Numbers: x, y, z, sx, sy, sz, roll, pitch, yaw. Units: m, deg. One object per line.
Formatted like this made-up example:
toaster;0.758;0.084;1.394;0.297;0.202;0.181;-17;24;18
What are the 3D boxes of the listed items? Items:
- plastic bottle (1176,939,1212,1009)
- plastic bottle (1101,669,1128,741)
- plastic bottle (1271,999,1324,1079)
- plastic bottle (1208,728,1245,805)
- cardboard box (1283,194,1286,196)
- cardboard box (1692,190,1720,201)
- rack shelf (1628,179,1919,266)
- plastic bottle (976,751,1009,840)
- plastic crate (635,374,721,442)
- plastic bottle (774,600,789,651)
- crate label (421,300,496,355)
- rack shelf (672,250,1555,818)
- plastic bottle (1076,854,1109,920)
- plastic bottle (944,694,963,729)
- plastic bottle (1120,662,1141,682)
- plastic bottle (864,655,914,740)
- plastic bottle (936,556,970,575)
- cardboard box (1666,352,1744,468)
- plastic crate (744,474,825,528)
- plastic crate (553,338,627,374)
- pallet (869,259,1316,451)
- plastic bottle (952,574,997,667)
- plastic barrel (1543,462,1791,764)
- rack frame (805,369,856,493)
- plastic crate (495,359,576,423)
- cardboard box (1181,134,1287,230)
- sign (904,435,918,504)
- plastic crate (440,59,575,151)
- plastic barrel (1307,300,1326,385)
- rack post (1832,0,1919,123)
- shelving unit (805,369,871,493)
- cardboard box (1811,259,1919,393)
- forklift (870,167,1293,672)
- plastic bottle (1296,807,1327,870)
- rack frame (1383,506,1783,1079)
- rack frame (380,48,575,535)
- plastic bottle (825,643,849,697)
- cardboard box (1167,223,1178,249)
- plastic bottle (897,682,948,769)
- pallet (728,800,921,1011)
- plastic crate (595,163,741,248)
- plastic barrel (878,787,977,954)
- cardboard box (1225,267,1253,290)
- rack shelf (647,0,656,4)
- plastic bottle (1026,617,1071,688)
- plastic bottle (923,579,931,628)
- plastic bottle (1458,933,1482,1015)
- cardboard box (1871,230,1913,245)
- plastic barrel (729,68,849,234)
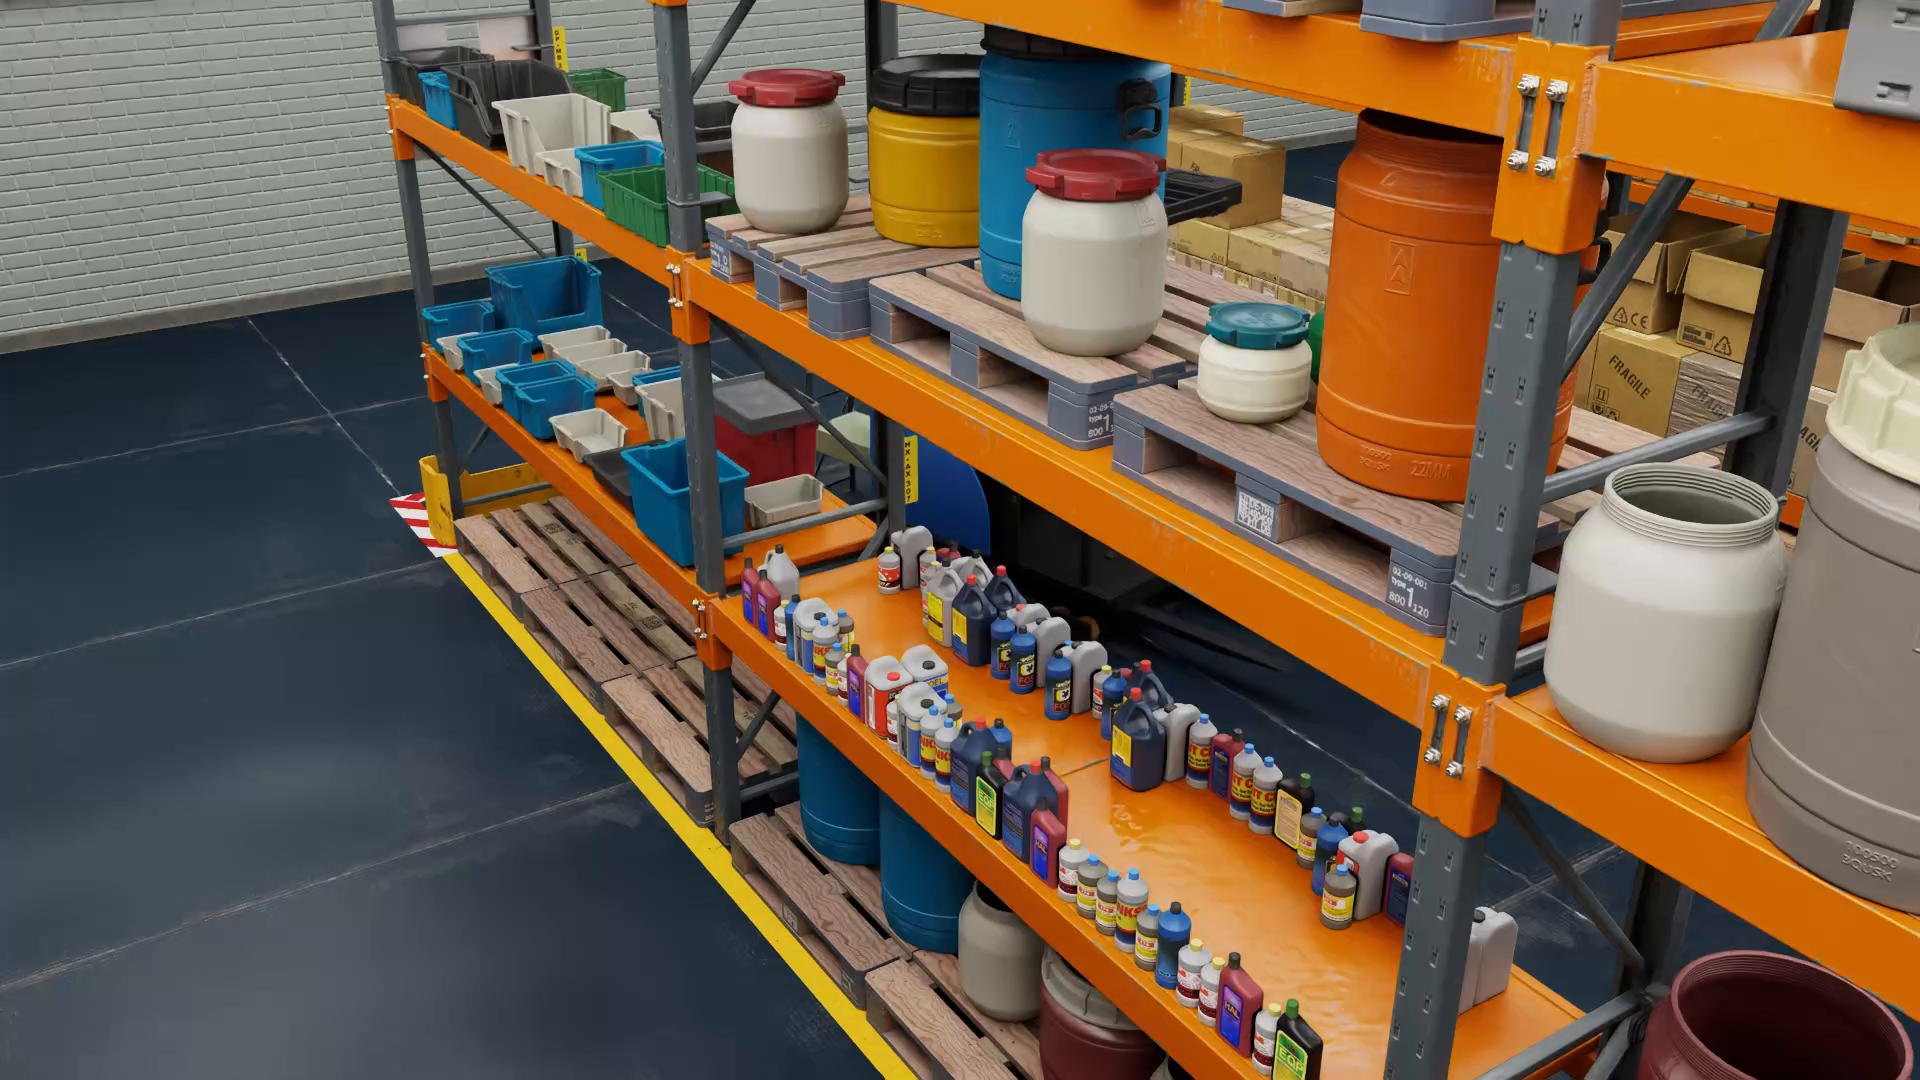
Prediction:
plastic bottle;0.680;1.248;4.825;0.097;0.201;0.097;0;25;0
plastic bottle;0.570;0.599;6.119;0.097;0.271;0.097;0;25;0
plastic bottle;0.907;1.374;4.462;0.061;0.283;0.133;-16;29;-30
plastic bottle;0.927;0.765;5.752;0.061;0.283;0.133;-16;29;-30
cardboard box;2.031;-2.423;12.196;0.500;0.250;0.500;-16;30;-30
cardboard box;6.275;-2.917;13.710;0.380;0.149;0.250;-14;29;-28
rack shelf;6.570;-2.728;13.858;1.077;0.370;4.000;-16;29;-30
plastic bottle;0.109;0.851;5.569;0.061;0.283;0.133;-16;29;-30
plastic crate;-1.378;-0.627;8.633;0.437;0.282;0.530;-16;29;-30
plastic bottle;-0.705;0.341;6.747;0.097;0.201;0.097;0;25;0
crate label;-3.023;-1.281;10.076;0.416;0.233;0.303;-16;29;-30
rack shelf;0.393;-0.380;5.370;1.077;0.370;4.000;-16;29;-30
plastic bottle;0.414;1.074;5.194;0.097;0.201;0.097;0;25;0
plastic bottle;-0.039;0.658;6.074;0.097;0.201;0.097;0;25;0
plastic bottle;0.627;0.568;6.169;0.061;0.283;0.133;-16;29;-30
plastic bottle;-0.260;0.577;6.158;0.152;0.276;0.135;-16;29;-30
plastic bottle;-0.013;0.188;6.983;0.152;0.276;0.135;-16;29;-30
cardboard box;4.041;-0.682;8.564;0.500;0.500;0.500;-16;30;-31
plastic crate;-0.833;-0.172;7.839;0.396;0.136;0.243;-16;29;-30
plastic crate;-2.139;-1.046;9.691;0.396;0.136;0.243;-16;29;-30
pallet;0.433;-0.673;5.369;1.003;0.211;1.213;-16;29;-30
plastic bottle;0.057;0.310;6.637;0.144;0.351;0.185;-16;29;-30
plastic barrel;1.398;0.142;3.291;0.421;0.512;0.421;0;25;0
rack frame;-0.863;-0.967;11.041;0.023;1.500;0.400;22;33;38
plastic crate;-2.304;-0.810;9.079;0.416;0.233;0.300;-16;29;-30
cardboard box;1.864;-2.458;11.391;0.500;0.500;0.500;-16;30;-31
sign;-0.237;-0.317;7.583;0.100;0.325;0.005;-16;29;-30
plastic crate;-2.278;-2.213;8.483;0.504;0.338;0.767;-16;29;-30
plastic barrel;1.099;-0.542;4.561;0.294;0.245;0.294;0;25;0
rack post;2.522;-0.690;1.437;1.013;1.000;3.121;-16;29;-30
shelving unit;-0.596;-0.860;10.815;0.755;1.500;0.431;22;33;38
cardboard box;4.524;-1.024;8.113;0.797;0.503;0.637;-14;29;-28
forklift;0.849;-0.977;9.387;3.031;2.935;1.130;22;33;38
plastic bottle;1.154;0.965;5.424;0.097;0.201;0.097;0;25;0
rack frame;1.485;1.367;4.342;1.000;3.000;0.127;-16;29;-30
rack frame;-2.882;-1.495;10.403;1.000;3.000;0.127;-16;29;-30
plastic bottle;-0.472;0.494;6.423;0.097;0.201;0.097;0;25;0
cardboard box;1.593;-2.297;11.929;0.500;0.250;0.500;-16;30;-30
plastic bottle;-0.133;0.660;5.983;0.152;0.276;0.135;-16;29;-30
pallet;-0.312;1.483;7.362;1.003;0.211;1.213;-16;29;-30
plastic crate;-1.183;-1.406;6.949;0.450;0.188;0.662;-16;29;-30
plastic barrel;-0.029;1.147;6.773;0.600;0.901;0.708;-16;29;-30
cardboard box;2.026;-1.782;11.305;0.380;0.149;0.250;-16;30;-31
rack shelf;-1.790;-2.986;7.846;1.077;0.370;4.000;-16;29;-30
plastic bottle;0.336;0.417;6.499;0.152;0.276;0.135;-16;29;-30
plastic bottle;-0.108;0.258;6.923;0.097;0.201;0.097;0;25;0
plastic bottle;1.392;1.228;4.780;0.152;0.276;0.135;-16;29;-30
cardboard box;7.078;-2.339;12.485;0.380;0.149;0.250;-16;30;-31
plastic barrel;-0.621;-1.425;6.091;0.433;0.535;0.433;0;25;0
